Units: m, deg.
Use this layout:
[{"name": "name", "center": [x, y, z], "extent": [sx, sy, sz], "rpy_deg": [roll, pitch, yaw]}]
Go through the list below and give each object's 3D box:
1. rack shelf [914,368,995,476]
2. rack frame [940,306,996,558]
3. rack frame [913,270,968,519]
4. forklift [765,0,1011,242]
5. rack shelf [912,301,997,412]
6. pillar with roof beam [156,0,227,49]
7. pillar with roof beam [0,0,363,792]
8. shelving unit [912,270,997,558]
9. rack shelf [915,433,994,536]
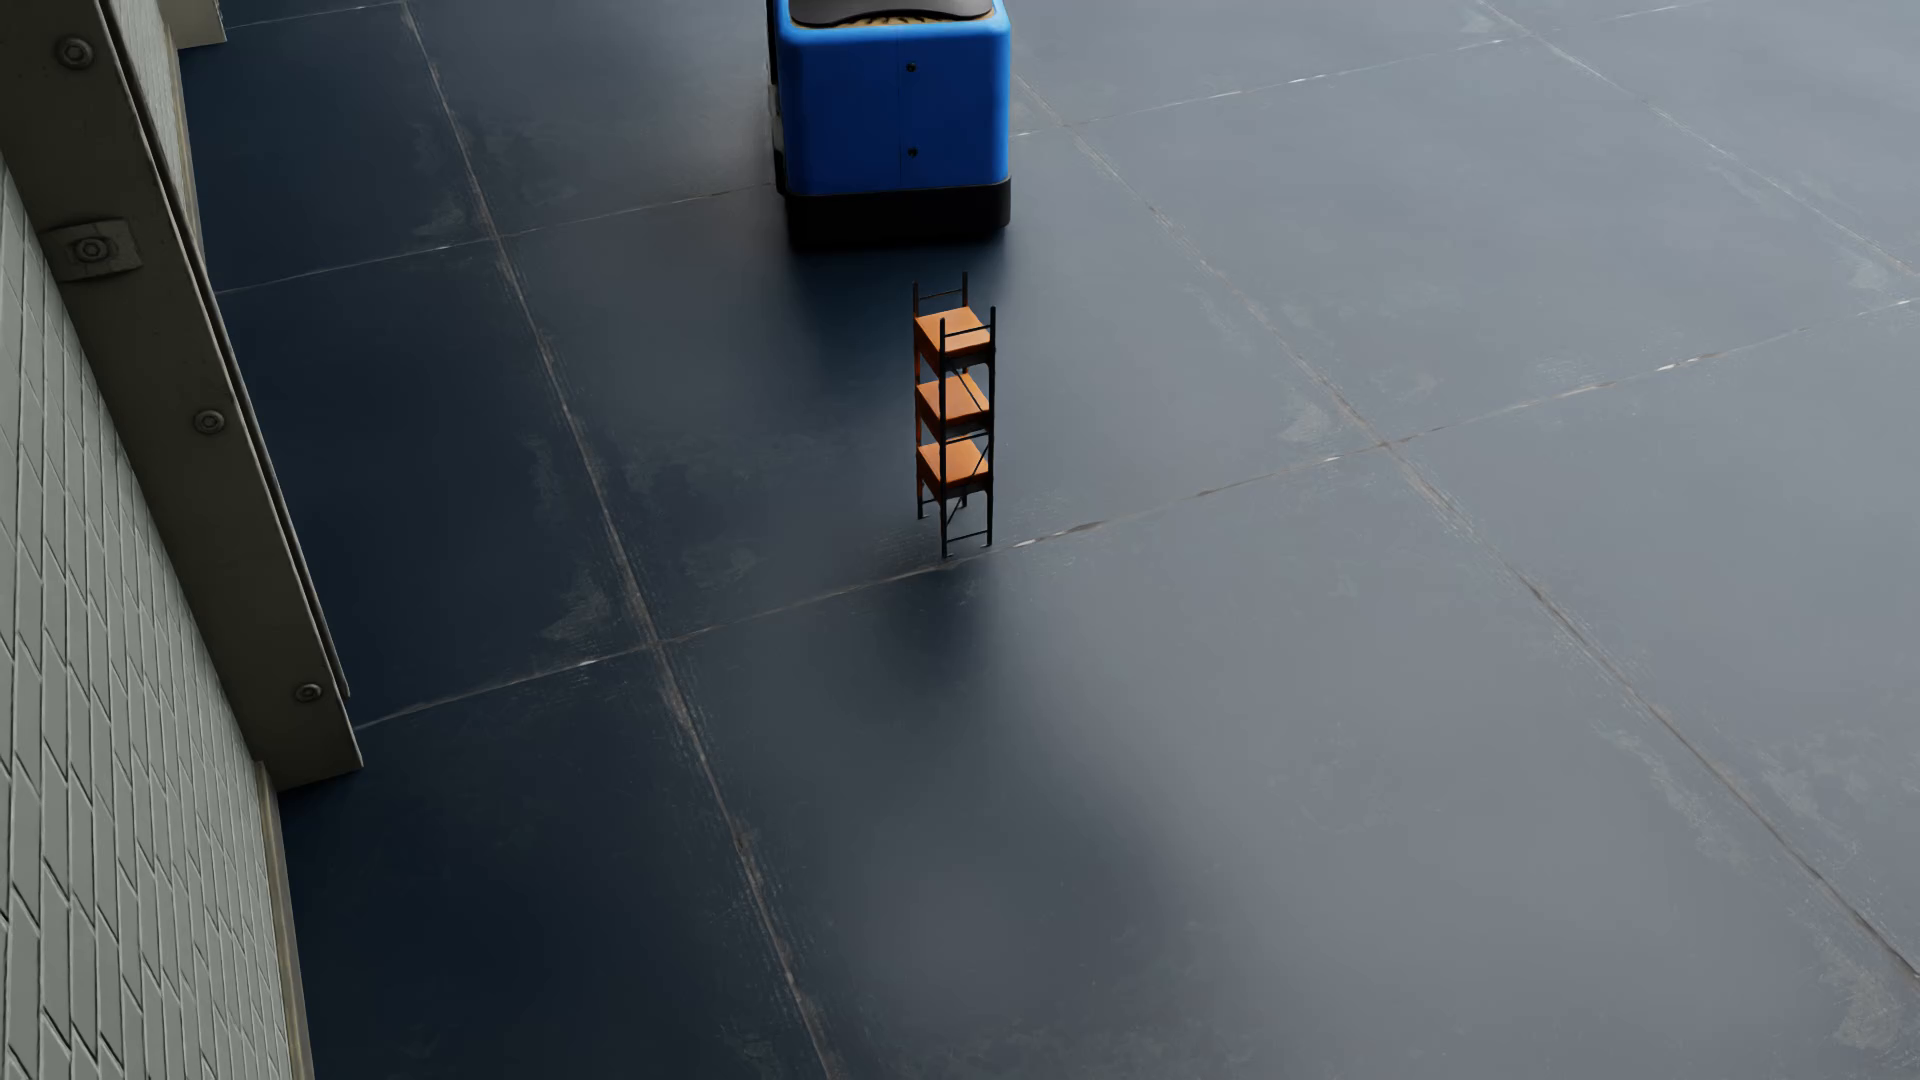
[{"name": "rack shelf", "center": [-0.020, -0.422, 5.952], "extent": [0.215, 0.259, 0.240], "rpy_deg": [-15, 43, -17]}, {"name": "rack frame", "center": [0.026, -0.357, 5.860], "extent": [0.200, 1.050, 0.008], "rpy_deg": [-15, 43, -17]}, {"name": "rack frame", "center": [-0.067, -0.504, 6.031], "extent": [0.200, 1.050, 0.008], "rpy_deg": [-15, 43, -17]}, {"name": "forklift", "center": [-0.462, -3.459, 8.025], "extent": [1.130, 2.935, 3.031], "rpy_deg": [-5, 41, -6]}, {"name": "rack shelf", "center": [-0.020, -0.637, 5.767], "extent": [0.215, 0.259, 0.240], "rpy_deg": [-15, 43, -17]}, {"name": "pillar with roof beam", "center": [-0.471, -7.443, 8.004], "extent": [9.100, 9.000, 0.400], "rpy_deg": [-15, 43, -17]}, {"name": "pillar with roof beam", "center": [1.825, -3.829, 3.800], "extent": [9.100, 9.000, 0.400], "rpy_deg": [-15, 43, -17]}, {"name": "shelving unit", "center": [-0.020, -0.430, 5.945], "extent": [0.215, 1.050, 0.252], "rpy_deg": [-15, 43, -17]}, {"name": "rack shelf", "center": [-0.020, -0.212, 6.133], "extent": [0.215, 0.259, 0.240], "rpy_deg": [-15, 43, -17]}]
